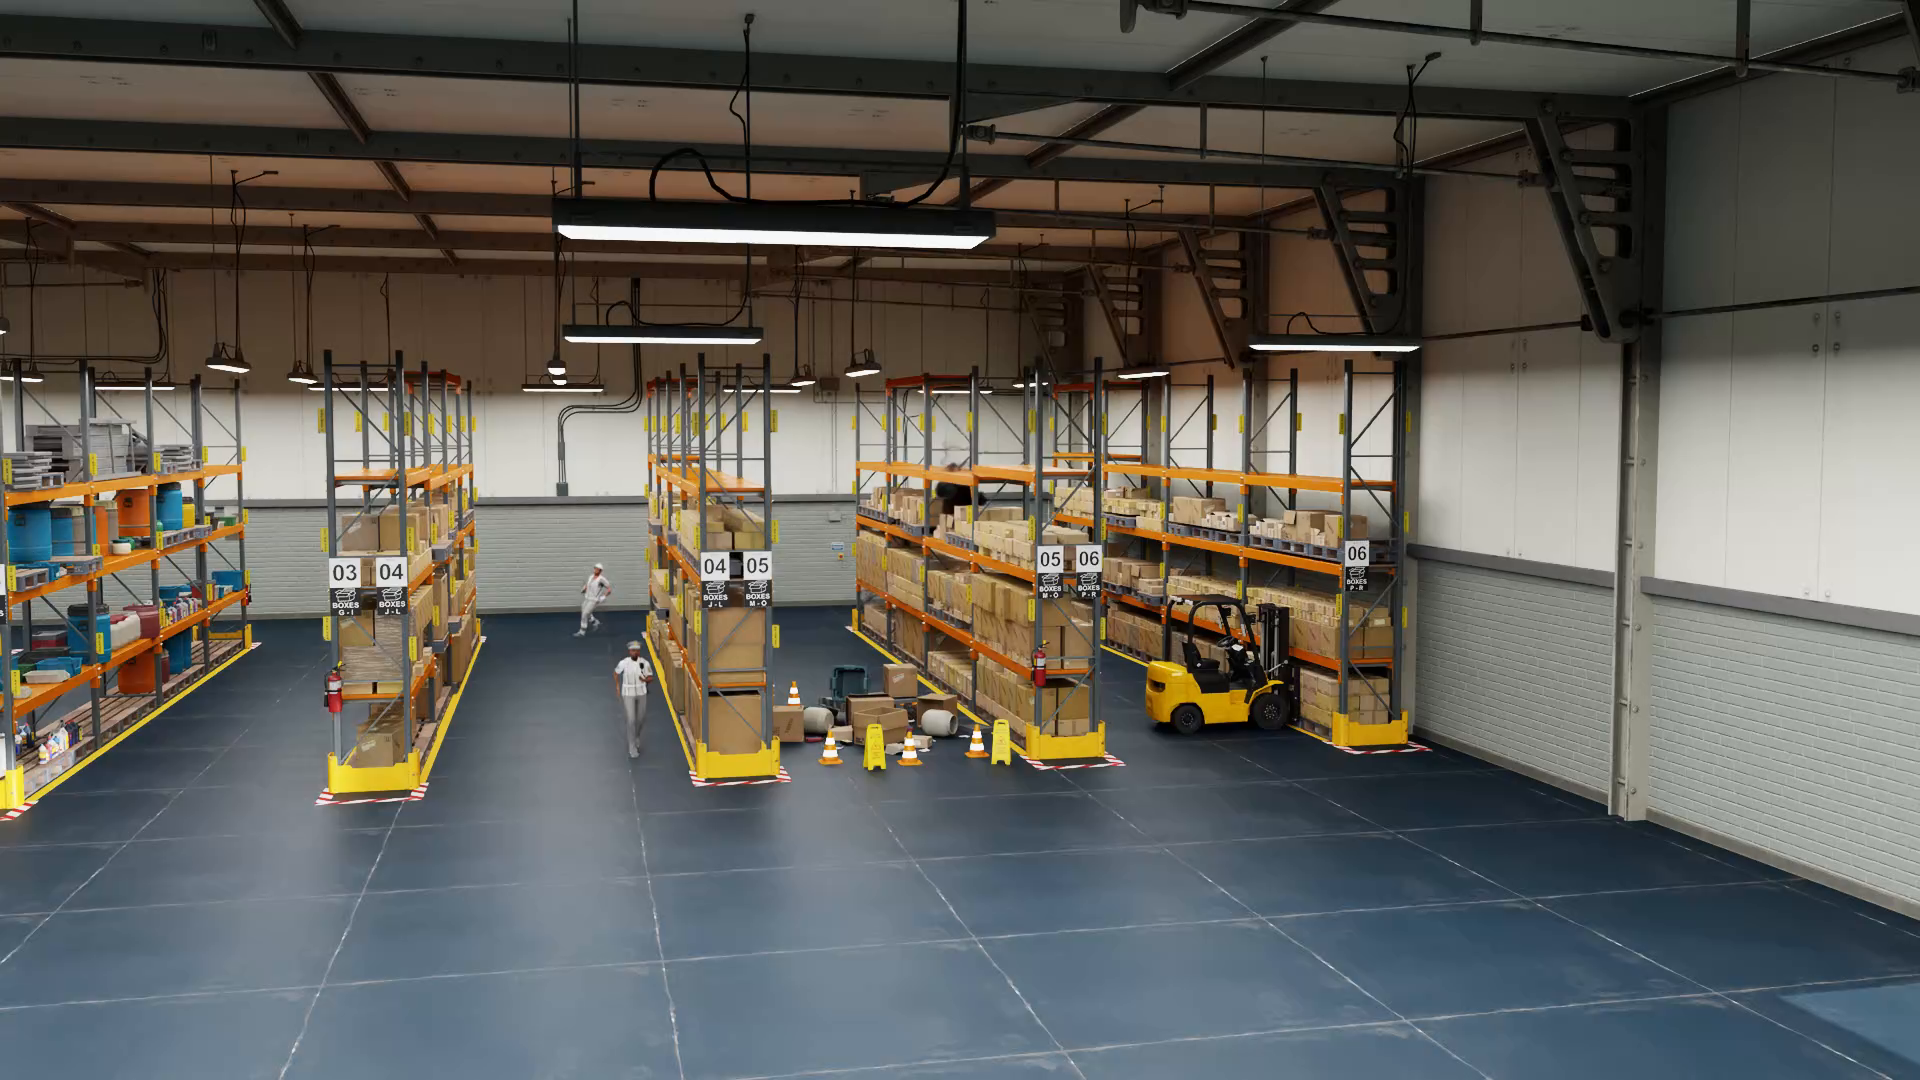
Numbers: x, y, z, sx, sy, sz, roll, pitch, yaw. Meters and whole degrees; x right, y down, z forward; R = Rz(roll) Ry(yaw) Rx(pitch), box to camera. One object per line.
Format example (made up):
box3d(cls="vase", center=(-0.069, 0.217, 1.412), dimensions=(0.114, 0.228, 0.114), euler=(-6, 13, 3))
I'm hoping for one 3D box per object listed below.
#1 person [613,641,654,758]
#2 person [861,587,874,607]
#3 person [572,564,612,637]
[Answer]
box3d(cls="person", center=(-4.948, 2.381, 25.280), dimensions=(0.562, 1.721, 0.885), euler=(-2, 4, -22))
box3d(cls="person", center=(-2.331, 1.323, 41.811), dimensions=(0.503, 1.537, 0.596), euler=(0, 4, -3))
box3d(cls="person", center=(-8.646, 1.426, 39.025), dimensions=(0.733, 1.721, 0.838), euler=(3, 5, 40))
